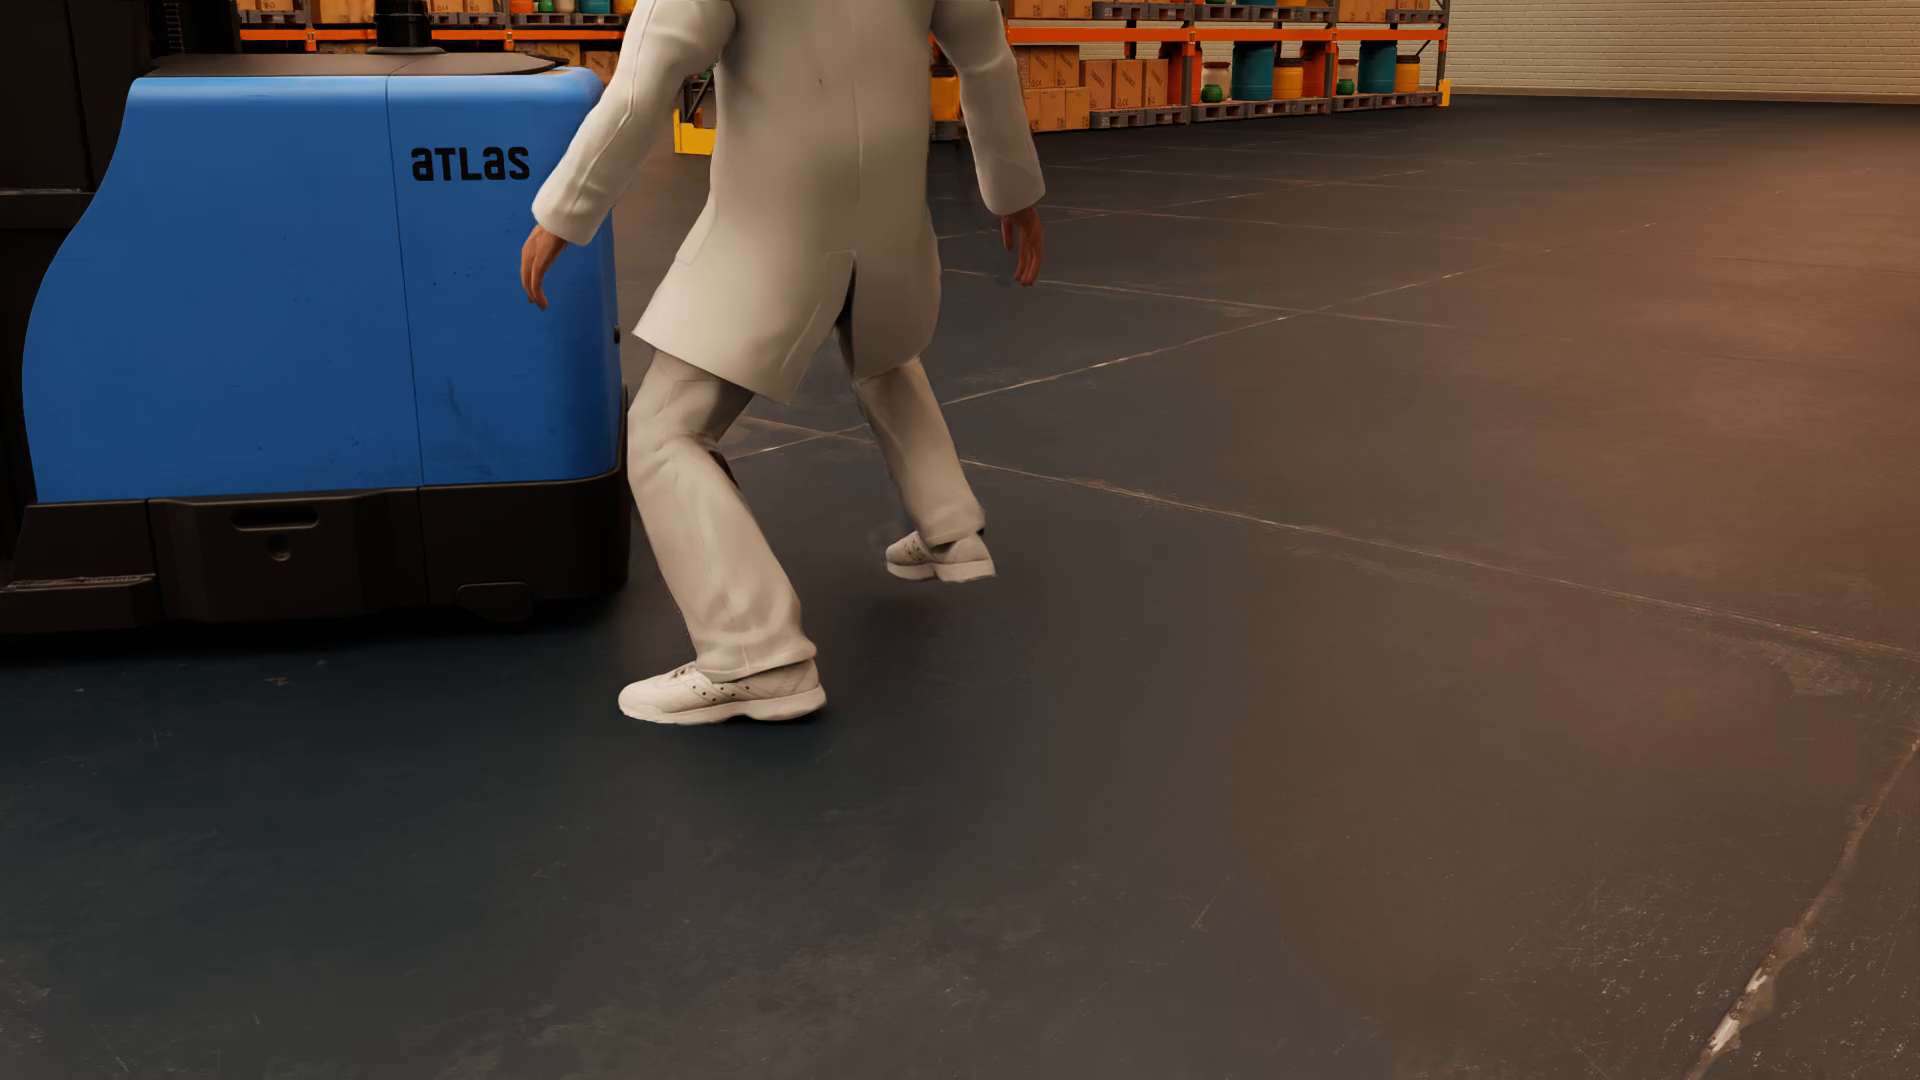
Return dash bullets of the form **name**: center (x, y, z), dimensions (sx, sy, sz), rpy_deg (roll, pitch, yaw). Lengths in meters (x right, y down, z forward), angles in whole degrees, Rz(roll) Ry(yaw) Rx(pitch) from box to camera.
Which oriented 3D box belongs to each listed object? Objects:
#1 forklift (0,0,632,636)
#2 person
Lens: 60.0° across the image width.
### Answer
- **forklift**: center (-2.250, -1.296, 3.164), dimensions (3.031, 2.935, 1.130), rpy_deg (-3, 17, -10)
- **person**: center (-0.272, -0.565, 2.992), dimensions (0.977, 1.666, 0.630), rpy_deg (-10, 19, -29)
